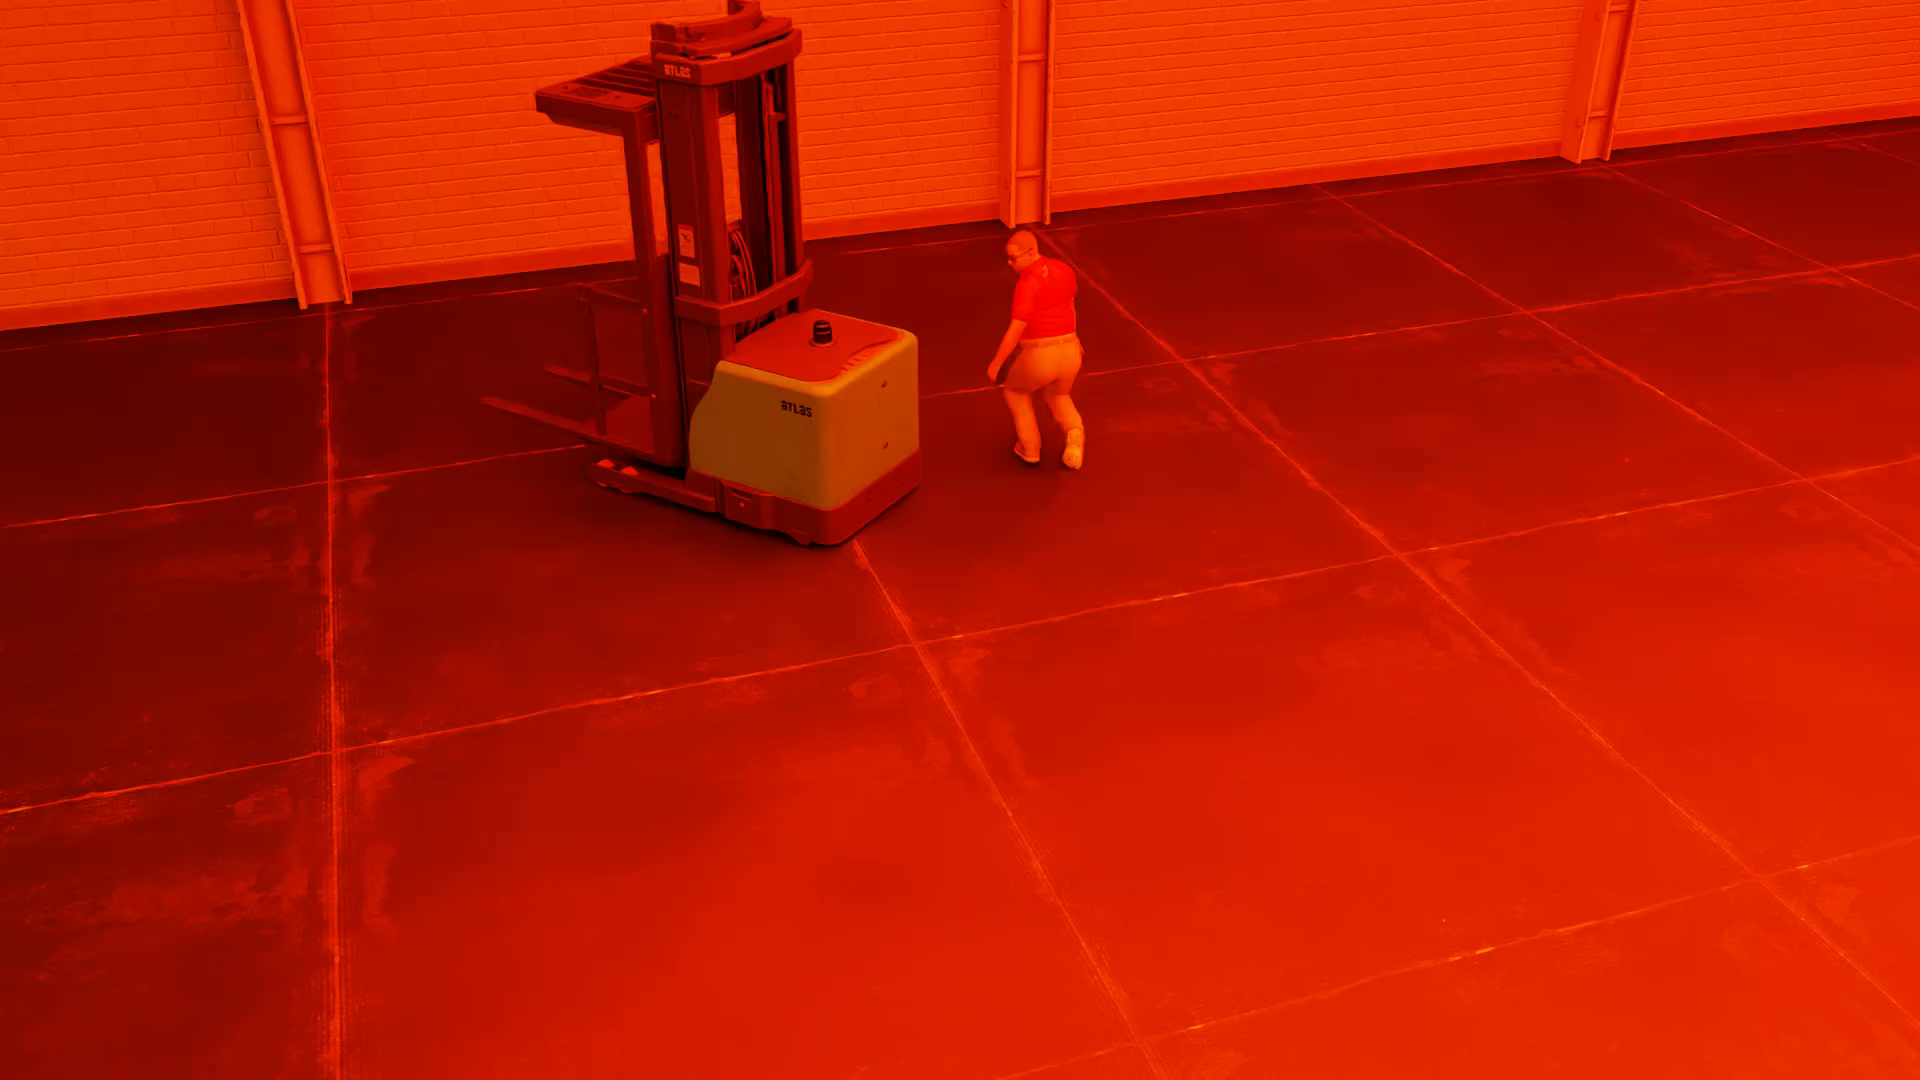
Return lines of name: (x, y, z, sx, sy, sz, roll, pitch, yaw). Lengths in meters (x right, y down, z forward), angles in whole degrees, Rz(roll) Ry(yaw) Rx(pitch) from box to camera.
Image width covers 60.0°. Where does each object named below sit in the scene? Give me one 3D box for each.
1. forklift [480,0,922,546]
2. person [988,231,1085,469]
forklift: (-1.770, -1.770, 10.164, 3.031, 2.935, 1.130, 17, 34, 26)
person: (0.562, -1.200, 10.623, 0.832, 1.528, 0.648, -18, 35, -29)
